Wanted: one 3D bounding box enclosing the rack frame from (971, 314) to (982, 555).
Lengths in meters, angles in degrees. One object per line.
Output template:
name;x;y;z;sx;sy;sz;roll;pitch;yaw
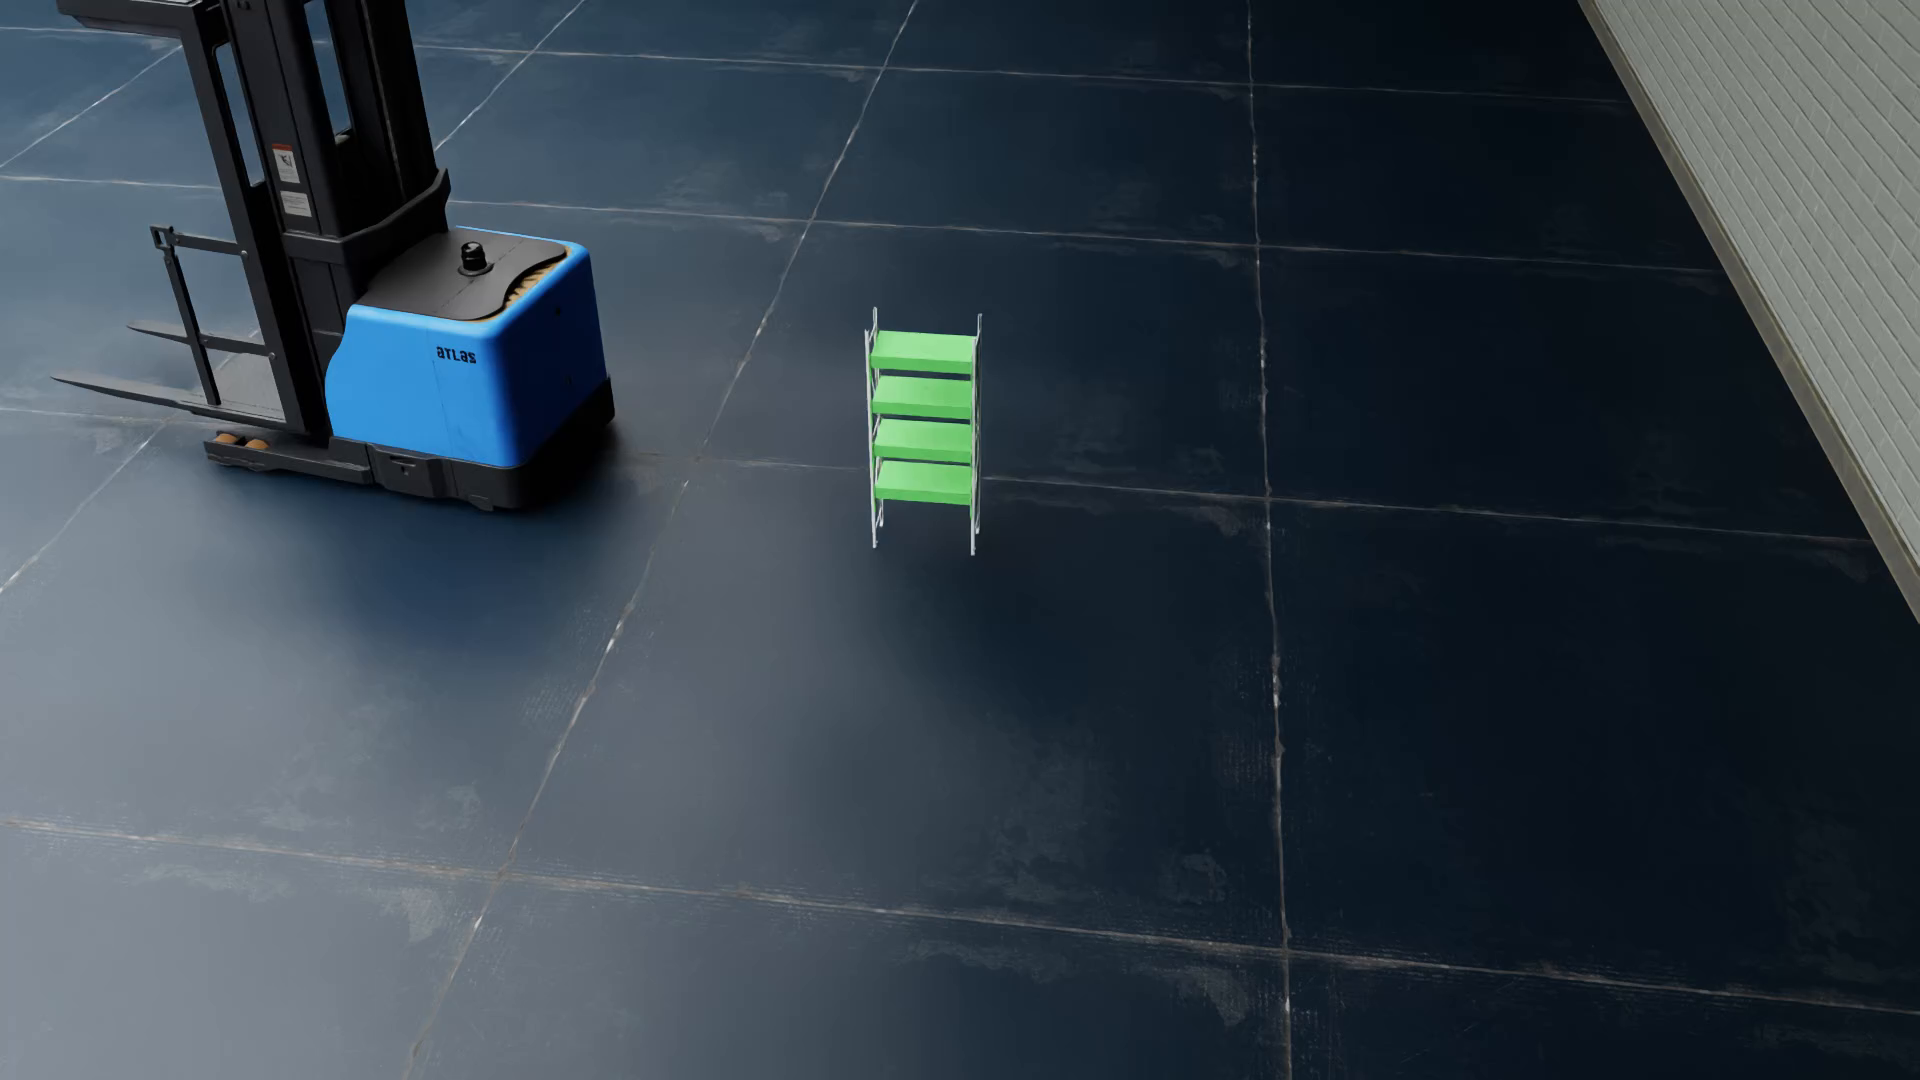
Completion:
rack frame;0.078;-0.483;7.893;0.015;1.200;0.240;4;36;6

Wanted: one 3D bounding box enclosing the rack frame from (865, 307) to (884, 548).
rack frame;-0.406;-0.519;7.944;0.015;1.200;0.240;4;36;6

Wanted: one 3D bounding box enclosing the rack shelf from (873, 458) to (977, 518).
rack shelf;-0.164;-0.253;8.095;0.480;0.148;0.258;4;36;6

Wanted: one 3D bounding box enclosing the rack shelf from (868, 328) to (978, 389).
rack shelf;-0.164;-0.839;7.677;0.480;0.148;0.258;4;36;6

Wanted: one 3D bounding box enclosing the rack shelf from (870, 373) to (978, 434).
rack shelf;-0.164;-0.644;7.816;0.480;0.148;0.258;4;36;6

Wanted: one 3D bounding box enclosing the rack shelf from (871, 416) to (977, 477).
rack shelf;-0.164;-0.449;7.956;0.480;0.148;0.258;4;36;6

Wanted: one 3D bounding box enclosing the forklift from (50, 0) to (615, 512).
forklift;-3.460;-1.833;8.295;3.031;2.935;1.130;10;37;14

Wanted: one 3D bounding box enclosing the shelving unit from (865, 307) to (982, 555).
shelving unit;-0.164;-0.501;7.919;0.503;1.200;0.258;4;36;6
